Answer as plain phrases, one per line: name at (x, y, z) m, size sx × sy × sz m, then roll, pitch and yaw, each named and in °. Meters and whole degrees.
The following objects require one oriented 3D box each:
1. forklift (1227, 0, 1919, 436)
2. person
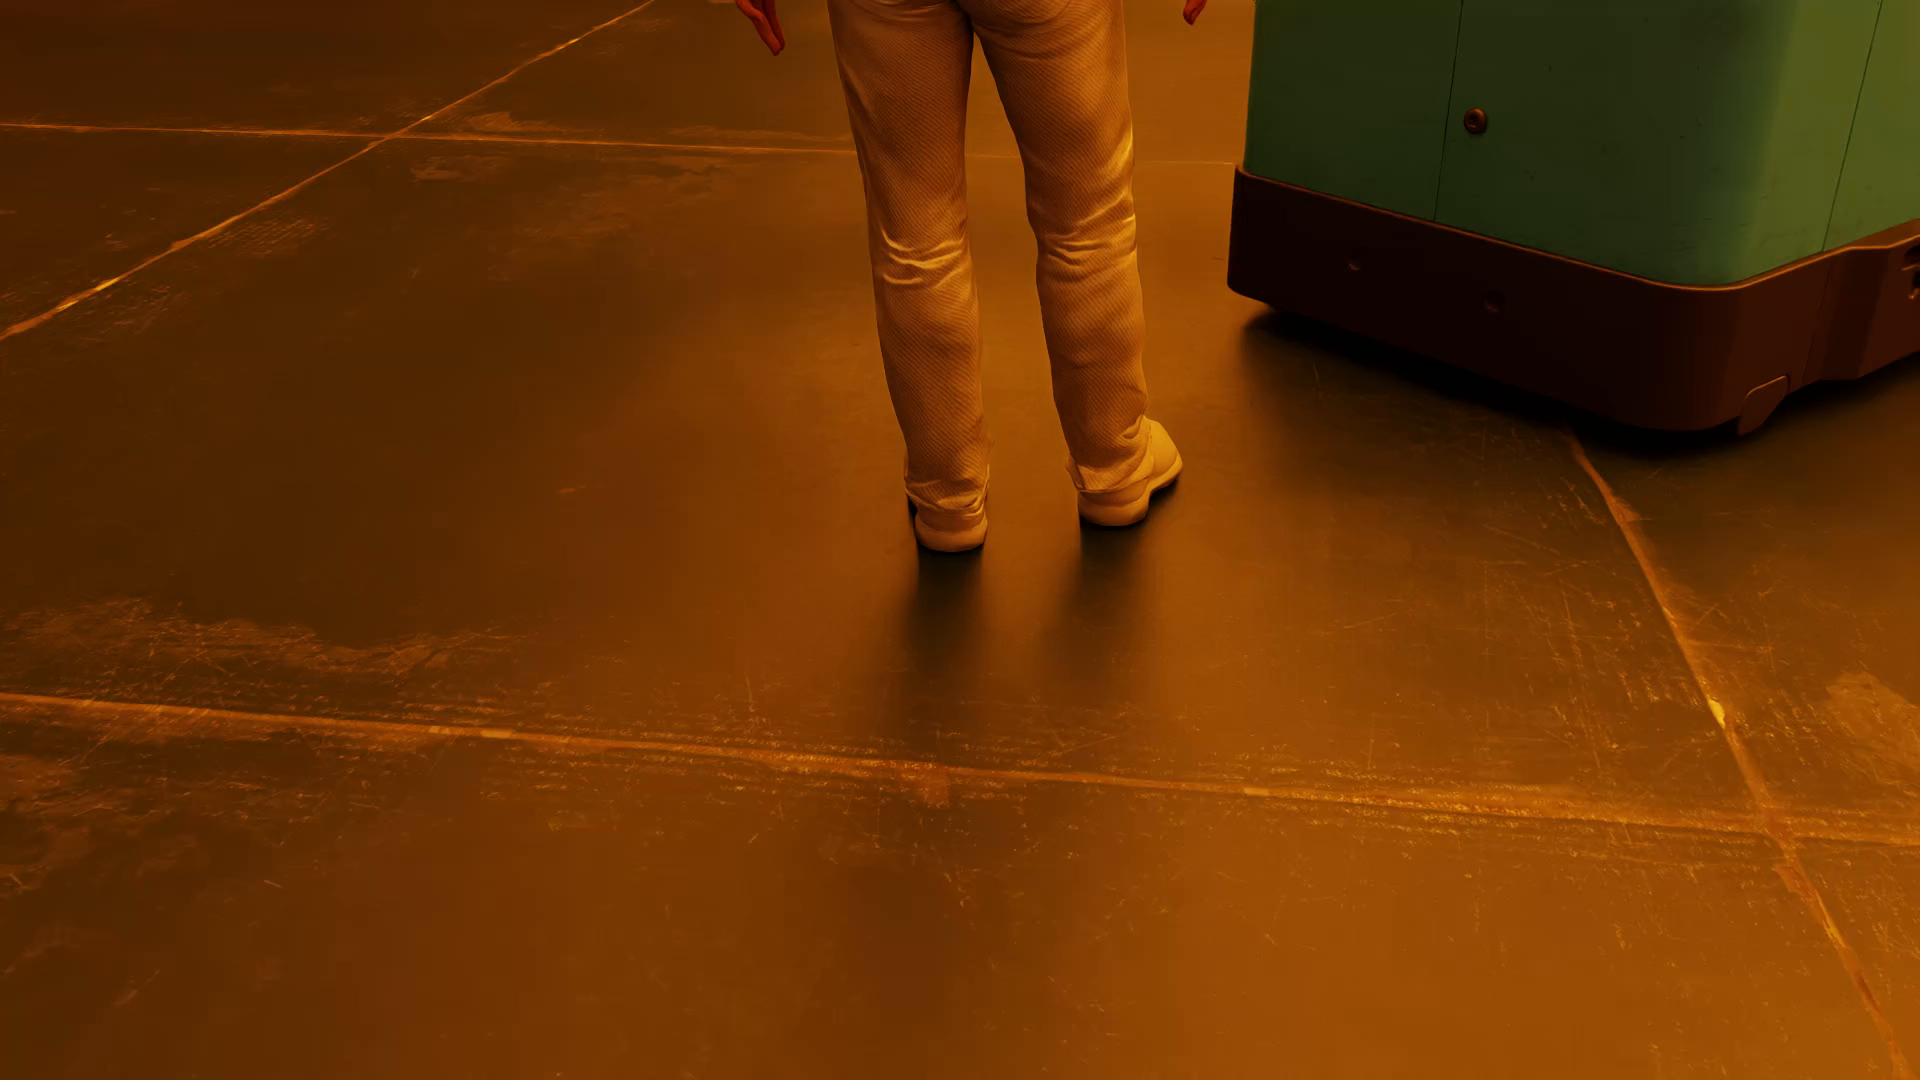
forklift at (2.014, -2.004, 3.234) m, size 3.031 × 2.935 × 1.130 m, roll -19°, pitch 32°, yaw -34°
person at (0.015, -0.827, 2.163) m, size 0.666 × 1.765 × 0.577 m, roll 3°, pitch 27°, yaw 7°
